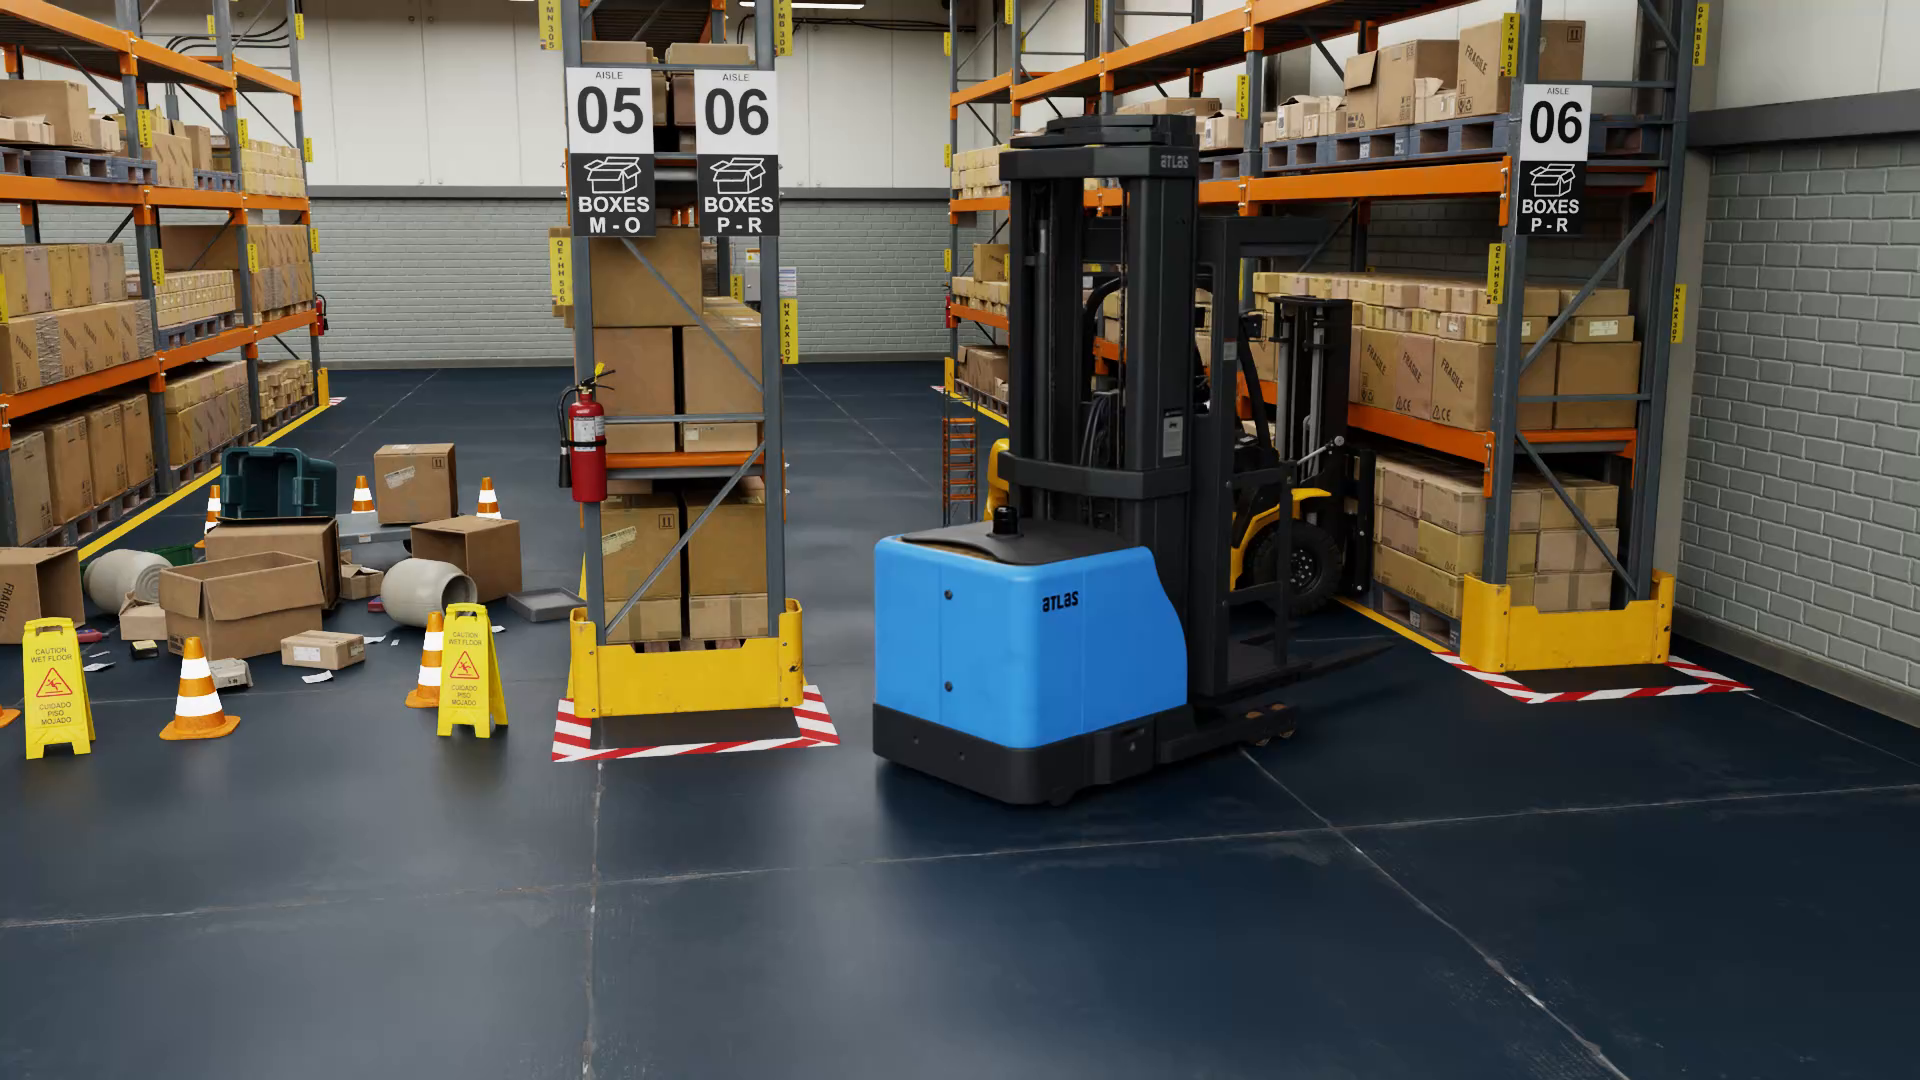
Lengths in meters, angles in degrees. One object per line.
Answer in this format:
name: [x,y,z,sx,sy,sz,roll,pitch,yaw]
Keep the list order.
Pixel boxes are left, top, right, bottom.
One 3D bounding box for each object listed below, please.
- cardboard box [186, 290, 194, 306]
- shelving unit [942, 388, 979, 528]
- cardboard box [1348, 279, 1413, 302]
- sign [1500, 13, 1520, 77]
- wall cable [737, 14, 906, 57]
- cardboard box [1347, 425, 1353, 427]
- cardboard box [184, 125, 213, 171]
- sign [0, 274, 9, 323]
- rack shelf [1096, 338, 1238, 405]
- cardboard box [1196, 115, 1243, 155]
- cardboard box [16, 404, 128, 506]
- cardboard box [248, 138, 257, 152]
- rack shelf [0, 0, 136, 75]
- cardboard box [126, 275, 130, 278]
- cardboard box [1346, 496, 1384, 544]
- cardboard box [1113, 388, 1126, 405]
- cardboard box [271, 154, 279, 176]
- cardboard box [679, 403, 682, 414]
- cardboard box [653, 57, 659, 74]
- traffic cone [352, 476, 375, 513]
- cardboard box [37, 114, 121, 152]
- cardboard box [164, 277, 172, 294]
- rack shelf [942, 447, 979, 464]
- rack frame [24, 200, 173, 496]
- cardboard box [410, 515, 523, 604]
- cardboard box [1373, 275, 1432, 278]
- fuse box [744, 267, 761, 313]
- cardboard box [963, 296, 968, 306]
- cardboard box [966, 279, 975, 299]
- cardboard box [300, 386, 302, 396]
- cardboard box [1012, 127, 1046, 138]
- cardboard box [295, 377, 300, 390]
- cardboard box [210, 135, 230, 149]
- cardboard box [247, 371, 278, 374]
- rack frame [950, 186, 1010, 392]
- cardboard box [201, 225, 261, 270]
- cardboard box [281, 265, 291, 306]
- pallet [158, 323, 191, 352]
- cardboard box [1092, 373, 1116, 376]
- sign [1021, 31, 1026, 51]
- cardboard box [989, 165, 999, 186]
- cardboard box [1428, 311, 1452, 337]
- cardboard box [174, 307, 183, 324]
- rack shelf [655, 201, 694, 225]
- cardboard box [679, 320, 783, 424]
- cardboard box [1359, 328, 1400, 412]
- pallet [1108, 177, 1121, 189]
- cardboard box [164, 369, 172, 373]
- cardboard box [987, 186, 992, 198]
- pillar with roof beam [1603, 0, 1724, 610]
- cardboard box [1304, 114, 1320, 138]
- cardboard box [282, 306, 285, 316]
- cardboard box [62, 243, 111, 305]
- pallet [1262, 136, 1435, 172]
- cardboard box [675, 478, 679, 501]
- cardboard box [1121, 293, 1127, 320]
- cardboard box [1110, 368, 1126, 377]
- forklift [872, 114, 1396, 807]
cardboard box: [-7.941,-2.435,16.722,0.380,0.149,0.250,-2,11,-12]
shelving unit: [0.003,-0.587,13.070,0.258,1.200,0.189,-2,11,-11]
cardboard box: [2.855,-1.686,11.237,0.380,0.149,0.250,-2,11,-11]
sign: [2.932,-2.639,8.861,0.100,0.325,0.005,-2,11,-11]
wall cable: [-2.417,-7.660,29.273,2.988,3.039,0.133,-2,11,-11]
cardboard box: [2.975,-0.784,12.849,0.500,0.250,0.500,-2,11,-10]
cardboard box: [-8.605,-4.263,18.160,0.700,0.500,0.500,-2,11,-11]
sign: [-6.470,-1.625,11.186,0.100,0.325,0.005,-2,11,-11]
rack shelf: [2.300,-1.534,15.156,1.077,0.370,4.000,-2,11,-11]
cardboard box: [2.160,-3.470,14.231,0.500,0.311,0.500,-3,11,-13]
cardboard box: [-7.589,-0.700,13.746,1.050,0.750,0.750,-2,11,-10]
cardboard box: [-8.520,-4.656,19.610,0.380,0.149,0.250,-2,11,-13]
rack shelf: [-7.404,-3.905,12.637,1.077,0.370,4.000,-2,11,-11]
cardboard box: [-8.637,-2.608,16.831,0.380,0.149,0.250,-2,11,-9]
cardboard box: [2.858,-0.152,10.866,0.500,0.250,0.500,-2,11,-12]
cardboard box: [2.019,-1.179,16.595,0.875,0.625,0.625,-2,11,-9]
cardboard box: [-8.725,-4.631,20.546,0.500,0.250,0.500,-3,11,-13]
cardboard box: [-1.497,-0.790,9.997,0.380,0.149,0.250,-2,11,-9]
cardboard box: [-1.835,-2.542,9.046,0.380,0.149,0.250,-2,11,-11]
traffic cone: [-4.830,-0.286,13.462,0.336,0.463,0.334,-2,11,-11]
cardboard box: [-7.295,-3.379,13.750,0.500,0.311,0.500,-2,11,-11]
cardboard box: [-7.791,-2.435,15.927,0.380,0.149,0.250,-2,11,-11]
rack shelf: [0.003,-0.661,13.056,0.258,0.103,0.180,-2,11,-11]
rack frame: [-7.793,-1.874,15.021,1.000,3.000,0.127,-2,11,-11]
cardboard box: [-3.305,0.134,11.150,0.500,0.500,0.500,6,12,28]
cardboard box: [3.231,-1.847,12.082,0.380,0.149,0.250,-2,11,-12]
fuse box: [-3.543,-3.990,29.583,0.539,1.711,0.414,-2,11,-11]
cardboard box: [0.245,-3.482,24.143,0.380,0.149,0.250,-2,11,-10]
cardboard box: [0.380,-3.515,23.249,0.500,0.250,0.500,-2,11,-12]
cardboard box: [-8.925,-1.963,21.990,0.380,0.149,0.250,-2,11,-11]
cardboard box: [0.850,-4.875,20.141,0.396,0.266,0.258,-2,11,-12]
cardboard box: [-8.750,-2.017,21.478,0.380,0.149,0.250,-2,11,-10]
cardboard box: [-8.389,-4.511,18.851,0.380,0.149,0.250,-2,11,-12]
cardboard box: [-8.704,-2.017,20.684,0.380,0.149,0.250,-3,11,-13]
rack frame: [0.356,-3.721,24.725,1.000,3.000,0.127,-2,11,-11]
cardboard box: [-8.419,-3.386,19.226,0.500,0.500,0.500,-2,11,-10]
cardboard box: [-8.719,-3.184,20.842,0.500,0.500,0.500,-2,11,-8]
pallet: [-8.036,-1.907,15.705,1.213,0.211,1.003,-2,11,-11]
cardboard box: [1.476,-1.731,18.096,0.380,0.149,0.250,-2,11,-13]
sign: [0.904,-7.221,24.148,0.100,0.325,0.005,-2,11,-11]
cardboard box: [0.683,-4.708,21.492,0.500,0.250,0.500,-3,11,-13]
cardboard box: [3.056,-1.303,10.020,0.380,0.149,0.250,-2,11,-10]
cardboard box: [-7.841,-2.195,16.253,0.380,0.149,0.250,-2,11,-8]
rack shelf: [-3.346,-3.560,17.778,1.077,0.370,4.000,-2,11,-11]
cardboard box: [-1.221,-0.898,8.827,0.500,0.500,0.500,-2,11,-12]
cardboard box: [2.922,-1.106,10.717,0.500,0.500,0.500,-2,11,-12]
pallet: [2.131,-3.513,16.116,1.213,0.211,1.003,-2,11,-8]
cardboard box: [-8.485,-1.618,17.232,0.500,0.250,0.500,-2,11,-9]
cardboard box: [0.564,-4.629,22.143,0.380,0.149,0.250,-2,11,-10]
pillar with roof beam: [-0.007,-3.738,8.767,9.100,9.000,0.400,-2,11,-11]
cardboard box: [2.628,-2.892,11.625,0.380,0.149,0.250,-2,11,-9]
cardboard box: [-8.844,-2.929,21.235,0.380,0.149,0.250,-3,11,-13]
cardboard box: [-7.615,-2.239,13.996,0.700,0.500,0.500,-2,11,-12]
pallet: [2.881,-2.795,12.072,1.003,0.211,1.213,-2,11,-11]
cardboard box: [-1.599,-0.277,10.857,0.500,0.500,0.500,-2,11,-8]
cardboard box: [1.854,-2.244,16.026,0.500,0.250,0.500,-2,11,-9]
cardboard box: [1.903,-1.850,18.719,0.380,0.149,0.250,-2,11,-12]
forklift: [1.028,-0.513,8.051,3.031,2.935,1.130,-10,14,-41]
